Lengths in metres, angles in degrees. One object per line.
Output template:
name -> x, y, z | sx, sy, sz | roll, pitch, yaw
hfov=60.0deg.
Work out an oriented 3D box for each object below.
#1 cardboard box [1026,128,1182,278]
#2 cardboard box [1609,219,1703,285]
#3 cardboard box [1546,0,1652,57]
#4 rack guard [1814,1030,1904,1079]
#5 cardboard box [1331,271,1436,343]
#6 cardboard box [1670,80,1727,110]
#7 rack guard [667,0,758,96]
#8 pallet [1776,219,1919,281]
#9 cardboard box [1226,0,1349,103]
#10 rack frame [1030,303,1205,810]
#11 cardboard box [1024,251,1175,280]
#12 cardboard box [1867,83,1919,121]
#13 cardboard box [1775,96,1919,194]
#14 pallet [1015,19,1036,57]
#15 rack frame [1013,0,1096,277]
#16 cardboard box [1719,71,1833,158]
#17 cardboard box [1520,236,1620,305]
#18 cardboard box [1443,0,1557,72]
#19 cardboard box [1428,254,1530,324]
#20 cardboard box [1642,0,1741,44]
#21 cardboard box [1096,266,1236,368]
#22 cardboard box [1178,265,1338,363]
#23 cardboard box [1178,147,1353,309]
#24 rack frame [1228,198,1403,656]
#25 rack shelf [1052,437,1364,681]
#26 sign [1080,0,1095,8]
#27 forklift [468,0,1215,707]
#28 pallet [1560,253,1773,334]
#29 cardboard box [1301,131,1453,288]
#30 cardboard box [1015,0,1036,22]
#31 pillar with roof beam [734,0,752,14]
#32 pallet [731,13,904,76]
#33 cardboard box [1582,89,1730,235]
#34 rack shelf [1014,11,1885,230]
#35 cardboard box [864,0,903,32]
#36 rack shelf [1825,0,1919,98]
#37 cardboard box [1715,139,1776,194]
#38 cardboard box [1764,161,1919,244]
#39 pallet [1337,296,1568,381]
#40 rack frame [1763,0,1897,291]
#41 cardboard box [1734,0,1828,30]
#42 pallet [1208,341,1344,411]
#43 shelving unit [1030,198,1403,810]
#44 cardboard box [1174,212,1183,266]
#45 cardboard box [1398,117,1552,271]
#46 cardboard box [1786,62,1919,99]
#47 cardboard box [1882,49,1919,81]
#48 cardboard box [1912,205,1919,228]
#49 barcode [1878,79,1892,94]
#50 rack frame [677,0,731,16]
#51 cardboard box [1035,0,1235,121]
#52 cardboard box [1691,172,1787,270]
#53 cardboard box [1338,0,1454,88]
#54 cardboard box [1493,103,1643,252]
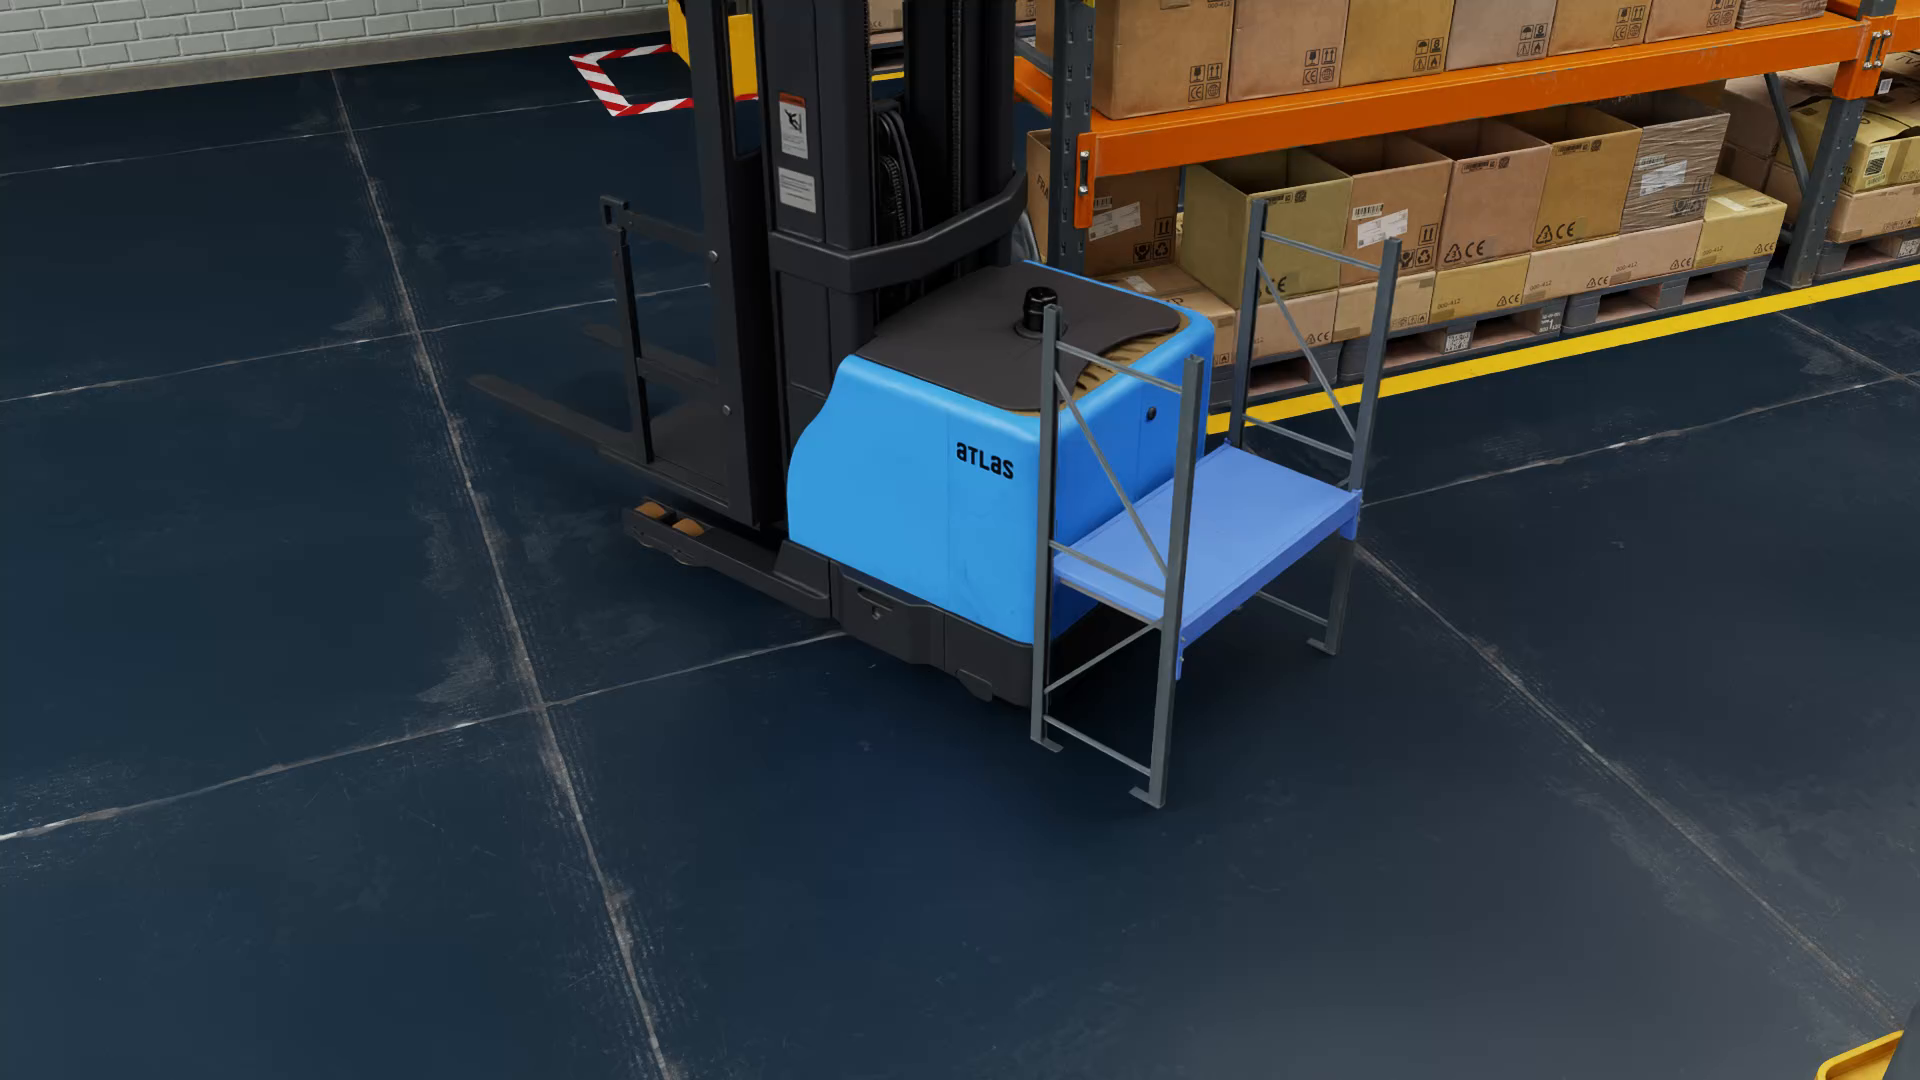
cardboard box -> 0.614, -1.491, 7.239 | 0.500, 0.500, 0.500 | -13, 35, -19
cardboard box -> 3.115, -1.450, 7.864 | 0.500, 0.250, 0.500 | -13, 35, -19
cardboard box -> 2.568, -2.461, 7.190 | 0.500, 0.500, 0.700 | -12, 35, -18
rack guard -> 2.201, 1.610, 3.318 | 0.348, 0.500, 1.175 | -13, 35, -19
cardboard box -> 1.736, -1.128, 7.369 | 0.500, 0.250, 0.500 | -13, 35, -19
cardboard box -> 3.374, -2.132, 8.225 | 0.500, 0.500, 0.500 | -13, 35, -19
rack guard -> -1.616, -3.349, 10.938 | 0.348, 0.500, 1.175 | -13, 35, -19
pallet -> 4.587, -1.741, 8.732 | 1.213, 0.211, 1.003 | -13, 35, -19
cardboard box -> 1.152, -2.137, 6.693 | 0.500, 0.500, 0.700 | -12, 35, -18
rack frame -> 0.422, 0.087, 4.742 | 0.500, 1.500, 0.032 | 26, 41, 34
cardboard box -> 0.615, -1.175, 7.442 | 0.500, 0.250, 0.500 | -13, 35, -19
cardboard box -> 4.864, -2.058, 8.285 | 0.500, 0.311, 0.500 | -13, 35, -19
cardboard box -> 4.400, -1.955, 8.126 | 0.500, 0.311, 0.500 | -13, 35, -19
pallet -> 0.269, -3.637, 11.646 | 1.213, 0.211, 1.003 | -13, 35, -19
rack frame -> 0.235, -1.890, 6.405 | 0.127, 3.000, 1.000 | -13, 35, -19
cardboard box -> 4.185, -2.223, 8.538 | 0.500, 0.311, 0.500 | -13, 35, -19
cardboard box -> 2.660, -1.337, 7.690 | 0.500, 0.250, 0.500 | -13, 35, -19
cardboard box -> 2.096, -2.352, 7.023 | 0.500, 0.500, 0.700 | -12, 35, -18
cardboard box -> 2.199, -1.231, 7.527 | 0.500, 0.250, 0.500 | -13, 35, -19
cardboard box -> 3.032, -2.565, 7.350 | 0.500, 0.500, 0.700 | -13, 35, -19
cardboard box -> 0.815, -0.915, 7.042 | 0.500, 0.250, 0.500 | -13, 35, -19
cardboard box -> 1.275, -1.022, 7.207 | 0.500, 0.250, 0.500 | -13, 35, -19
cardboard box -> 1.275, -1.336, 7.001 | 0.500, 0.500, 0.500 | -13, 35, -19
rack frame -> 1.093, -0.330, 5.382 | 0.500, 1.500, 0.032 | 26, 41, 34
rack shelf -> 0.757, 0.029, 5.160 | 0.538, 0.185, 1.000 | 26, 41, 34
sign -> 0.444, -2.006, 5.716 | 0.005, 0.325, 0.100 | -13, 35, -19
forklift -> -0.630, -1.342, 5.624 | 3.031, 2.935, 1.130 | 23, 39, 31
pallet -> 3.173, -1.419, 8.237 | 1.213, 0.211, 1.003 | -13, 35, -19
cardboard box -> 1.731, -1.448, 7.173 | 0.500, 0.500, 0.500 | -13, 35, -19
cardboard box -> 0.208, -3.868, 11.333 | 0.500, 0.500, 0.700 | -15, 36, -22
pillar with roof beam -> 0.291, -5.313, 6.164 | 0.400, 9.000, 9.100 | -13, 35, -19
pallet -> -0.854, -3.381, 11.253 | 1.213, 0.211, 1.003 | -13, 35, -19
cardboard box -> 3.114, -1.765, 7.661 | 0.500, 0.500, 0.500 | -13, 35, -19
rack shelf -> 2.079, -2.011, 7.250 | 4.000, 0.370, 1.077 | -13, 35, -19
cardboard box -> -0.488, -3.659, 11.185 | 0.500, 0.311, 0.500 | -10, 34, -15
rack shelf -> 5.767, -2.855, 8.548 | 4.000, 0.370, 1.077 | -13, 35, -19
cardboard box -> 4.193, -1.991, 8.696 | 0.500, 0.250, 0.500 | -13, 35, -19
cardboard box -> 4.390, -1.719, 8.277 | 0.500, 0.250, 0.500 | -14, 35, -20
pallet -> 2.047, -1.159, 7.838 | 1.213, 0.211, 1.003 | -13, 35, -19
rack frame -> 3.923, -2.735, 7.702 | 0.127, 3.000, 1.000 | -13, 35, -19
cardboard box -> 3.516, -2.680, 7.526 | 0.500, 0.500, 0.700 | -14, 36, -20
pallet -> 0.923, -0.904, 7.445 | 1.213, 0.211, 1.003 | -13, 35, -19
shelving unit -> 0.757, -0.122, 5.062 | 0.538, 1.500, 1.048 | 26, 41, 34
cardboard box -> 1.071, -1.287, 7.614 | 0.500, 0.250, 0.500 | -13, 35, -19
cardboard box -> 2.199, -1.545, 7.322 | 0.500, 0.500, 0.500 | -13, 35, -19
cardboard box -> 4.662, -2.336, 8.712 | 0.500, 0.311, 0.500 | -12, 35, -18
cardboard box -> 5.123, -2.440, 8.872 | 0.500, 0.311, 0.500 | -13, 35, -19
cardboard box -> 4.862, -1.826, 8.442 | 0.500, 0.250, 0.500 | -12, 35, -18
barcode -> 4.319, -2.118, 7.763 | 0.075, 0.075, 0.001 | -13, 35, -19
rack frame -> -1.687, -4.380, 10.232 | 0.127, 3.000, 1.000 | -13, 35, -19
cardboard box -> 0.670, -2.024, 6.519 | 0.500, 0.500, 0.700 | -13, 35, -19
cardboard box -> 3.580, -1.550, 8.018 | 0.500, 0.250, 0.500 | -13, 35, -19
cardboard box -> 1.612, -2.239, 6.850 | 0.500, 0.500, 0.700 | -13, 35, -19
cardboard box -> 2.655, -1.657, 7.496 | 0.500, 0.500, 0.500 | -13, 35, -19
